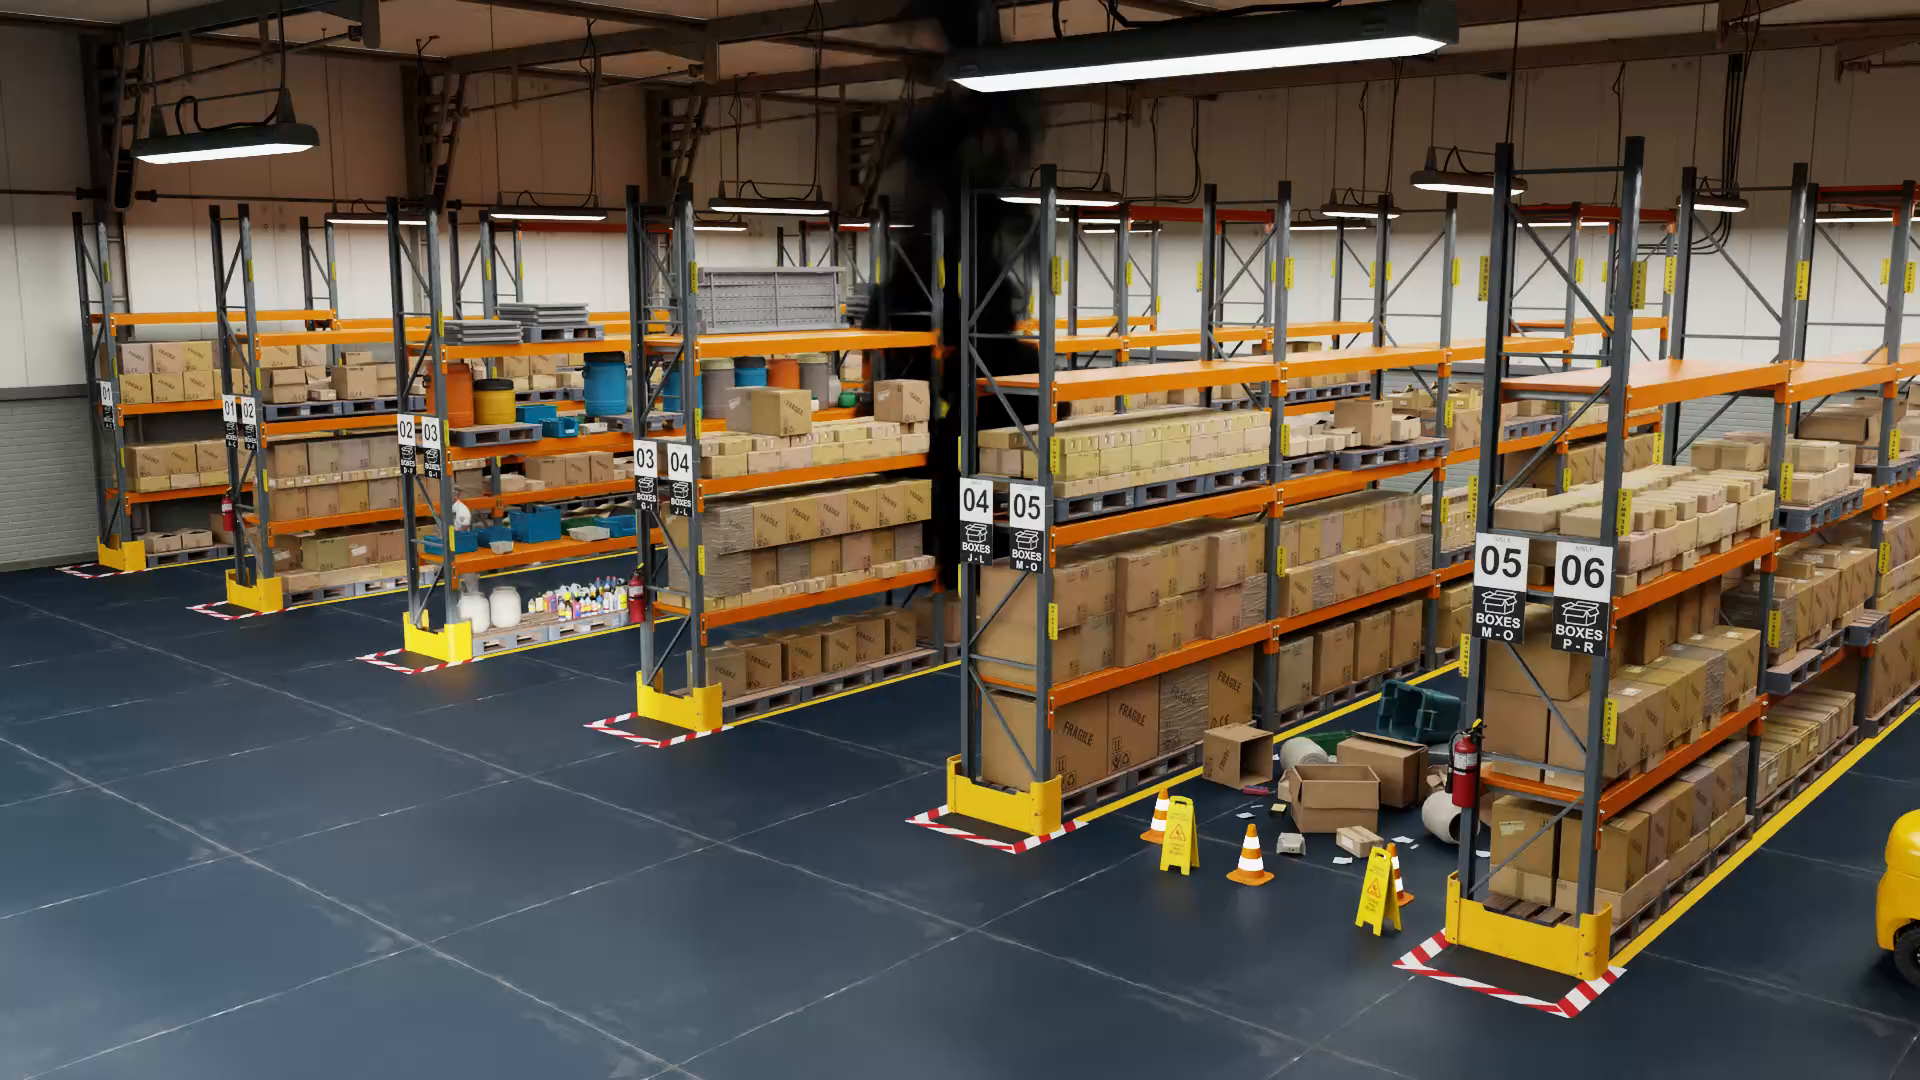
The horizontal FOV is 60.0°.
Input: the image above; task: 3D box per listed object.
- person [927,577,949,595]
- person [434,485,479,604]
[{"bbox_3d":[-0.371,-0.126,24.903,0.618,1.865,0.817,7,11,34],"label":"person"},{"bbox_3d":[-7.265,0.084,23.845,0.637,1.809,0.736,7,12,34],"label":"person"}]
